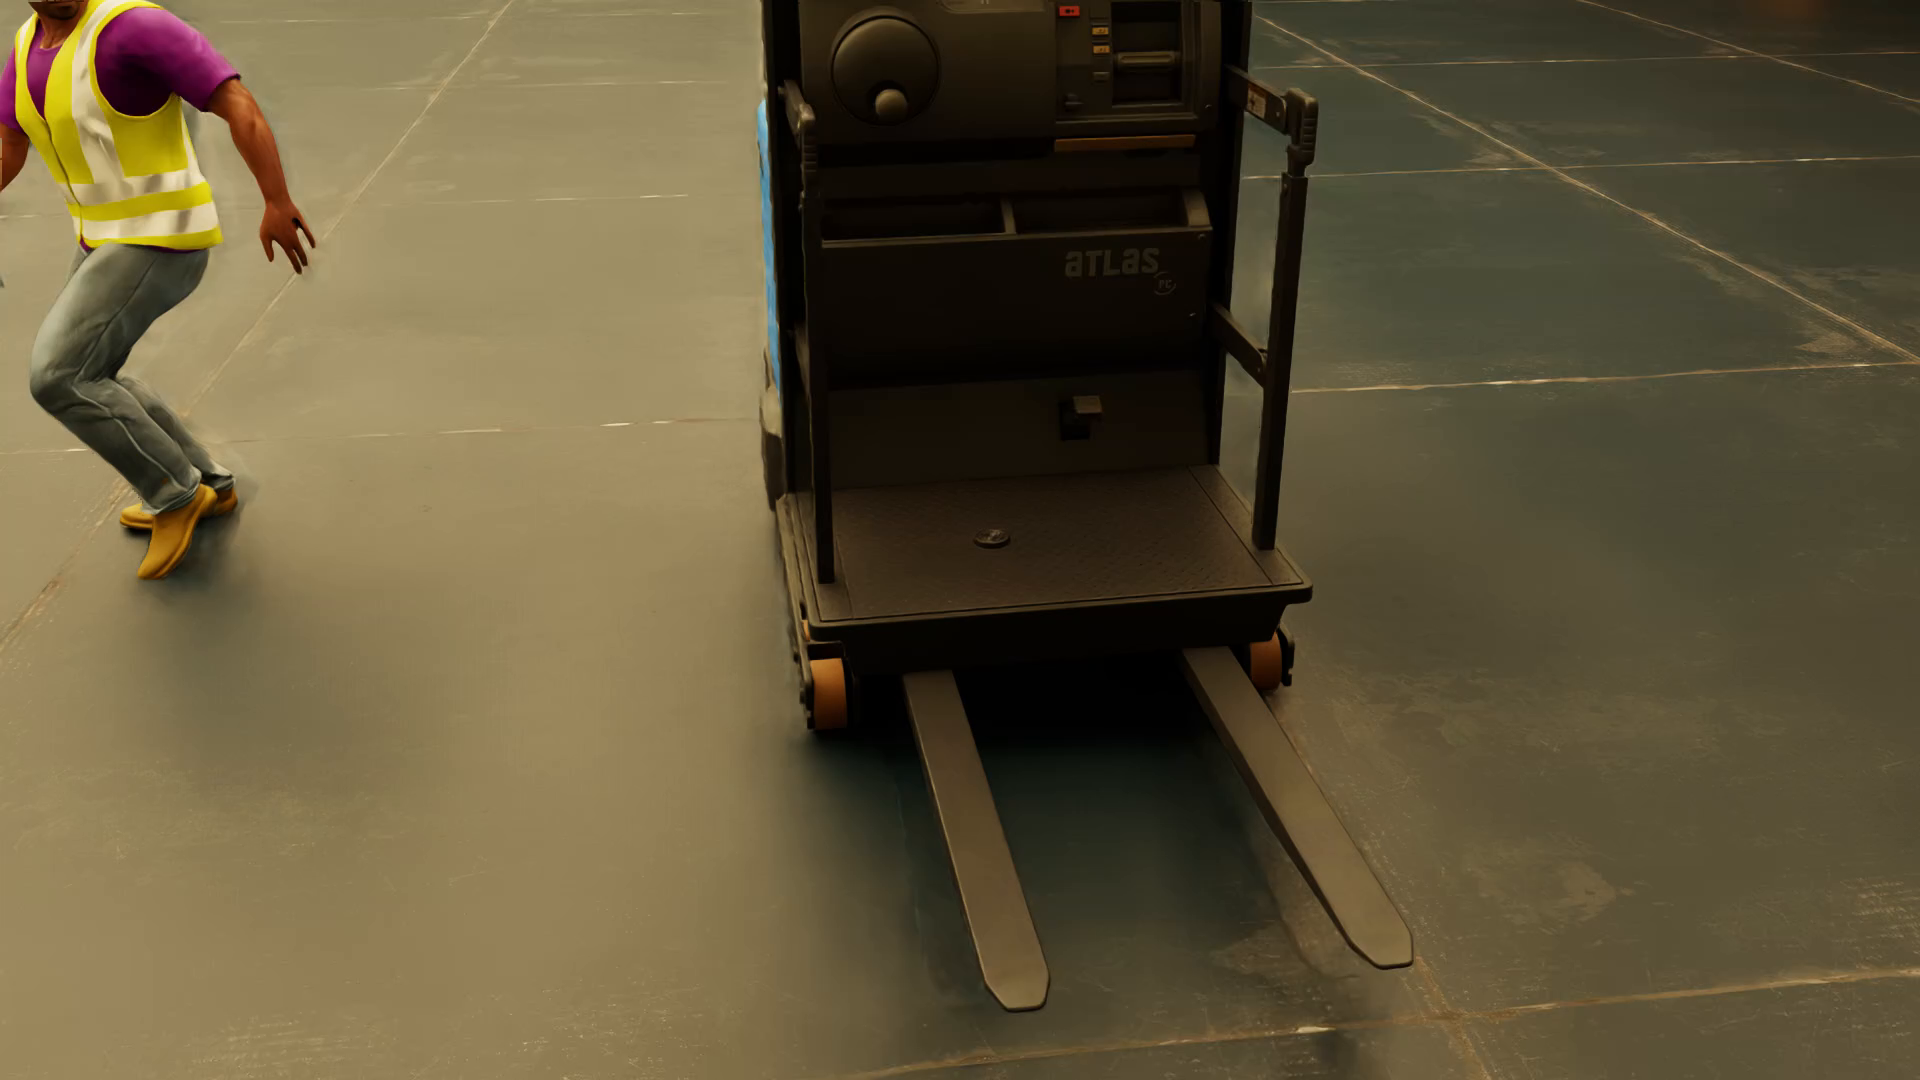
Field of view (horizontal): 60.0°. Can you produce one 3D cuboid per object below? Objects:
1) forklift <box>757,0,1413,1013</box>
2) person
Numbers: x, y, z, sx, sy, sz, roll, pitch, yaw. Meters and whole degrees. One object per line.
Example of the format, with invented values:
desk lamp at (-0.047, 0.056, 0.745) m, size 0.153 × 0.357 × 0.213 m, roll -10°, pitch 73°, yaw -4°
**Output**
forklift at (0.151, -1.062, 3.433) m, size 1.130 × 2.935 × 3.031 m, roll -4°, pitch 26°, yaw -9°
person at (-2.157, -0.763, 4.277) m, size 0.753 × 1.713 × 0.753 m, roll -21°, pitch 33°, yaw -36°
